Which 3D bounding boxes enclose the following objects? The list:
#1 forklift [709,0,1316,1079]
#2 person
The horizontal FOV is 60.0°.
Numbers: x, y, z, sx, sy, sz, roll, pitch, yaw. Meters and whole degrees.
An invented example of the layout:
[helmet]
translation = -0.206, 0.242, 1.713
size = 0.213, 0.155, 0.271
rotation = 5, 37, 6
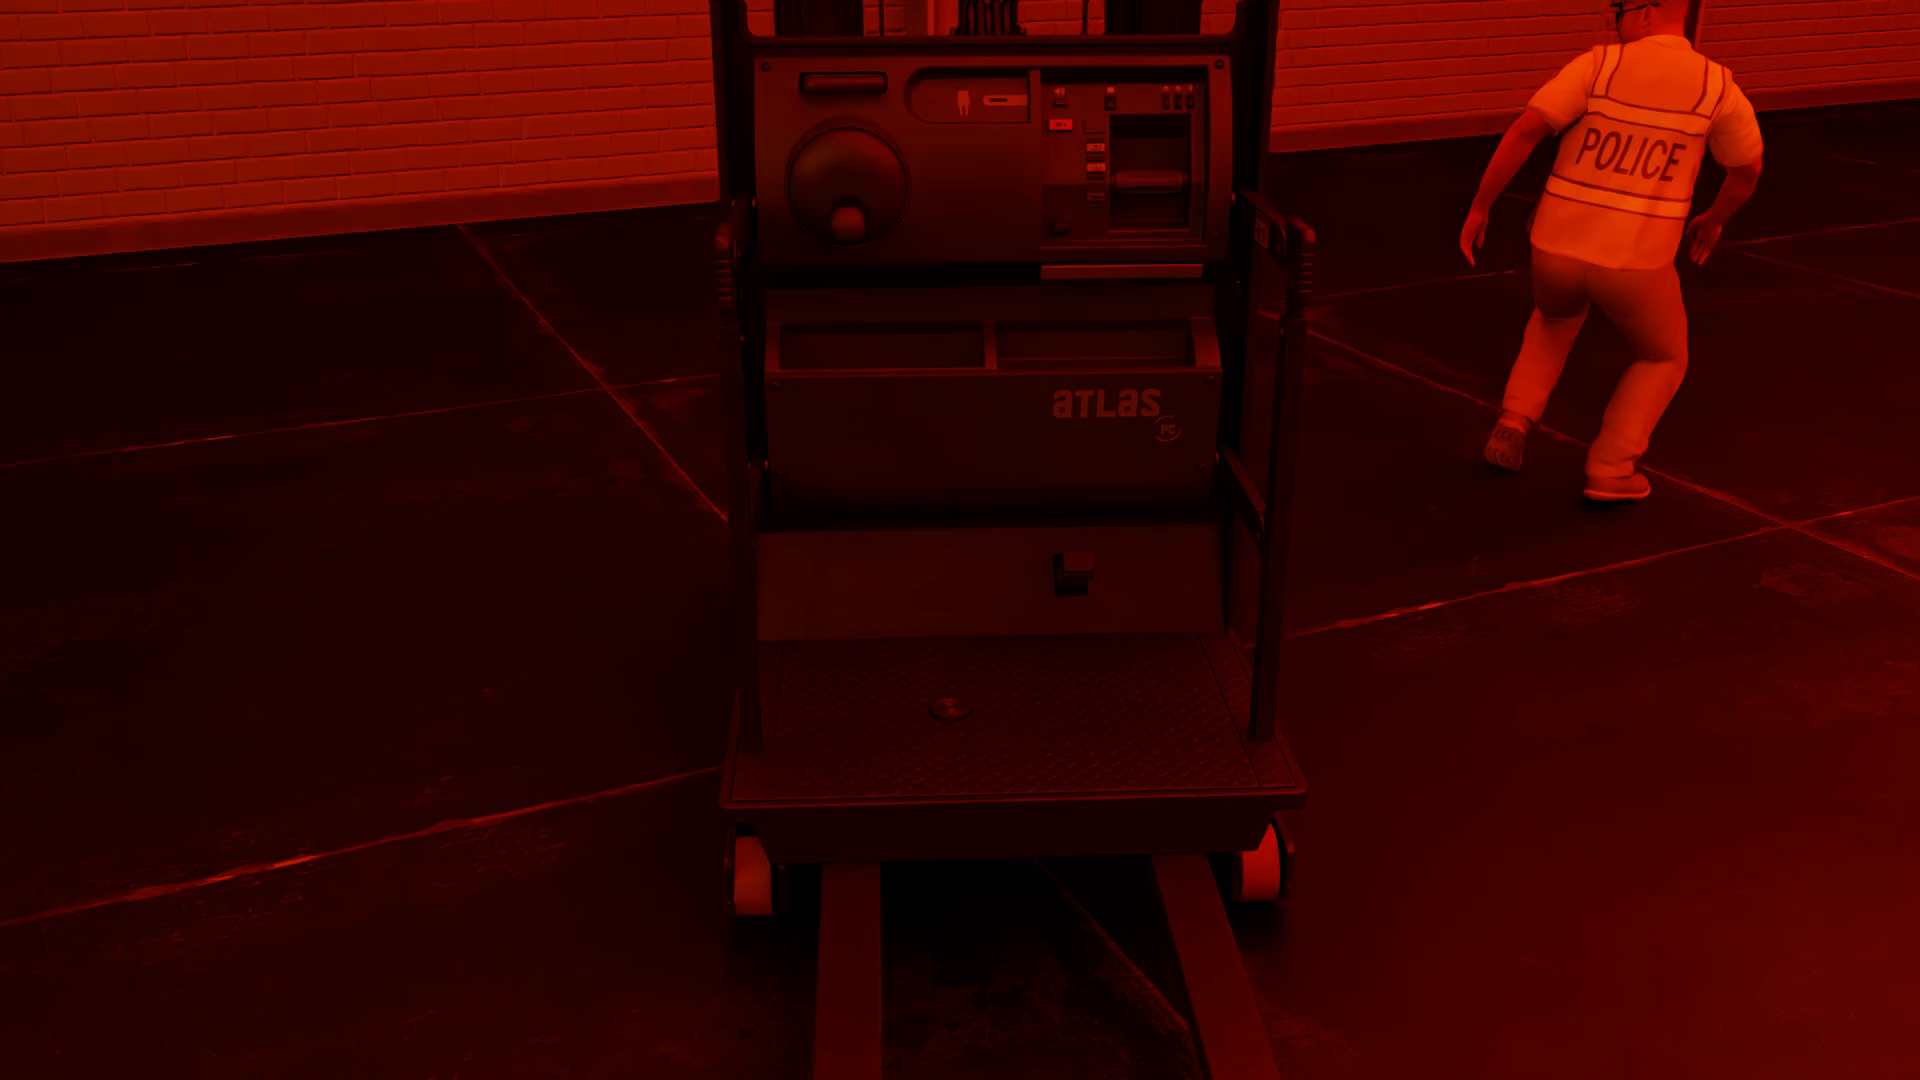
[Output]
[forklift]
translation = 0.080, -0.732, 3.047
size = 1.130, 2.935, 3.031
rotation = -1, 23, -3
[person]
translation = 2.039, -0.936, 5.226
size = 0.774, 1.672, 0.673
rotation = 14, 26, 30
